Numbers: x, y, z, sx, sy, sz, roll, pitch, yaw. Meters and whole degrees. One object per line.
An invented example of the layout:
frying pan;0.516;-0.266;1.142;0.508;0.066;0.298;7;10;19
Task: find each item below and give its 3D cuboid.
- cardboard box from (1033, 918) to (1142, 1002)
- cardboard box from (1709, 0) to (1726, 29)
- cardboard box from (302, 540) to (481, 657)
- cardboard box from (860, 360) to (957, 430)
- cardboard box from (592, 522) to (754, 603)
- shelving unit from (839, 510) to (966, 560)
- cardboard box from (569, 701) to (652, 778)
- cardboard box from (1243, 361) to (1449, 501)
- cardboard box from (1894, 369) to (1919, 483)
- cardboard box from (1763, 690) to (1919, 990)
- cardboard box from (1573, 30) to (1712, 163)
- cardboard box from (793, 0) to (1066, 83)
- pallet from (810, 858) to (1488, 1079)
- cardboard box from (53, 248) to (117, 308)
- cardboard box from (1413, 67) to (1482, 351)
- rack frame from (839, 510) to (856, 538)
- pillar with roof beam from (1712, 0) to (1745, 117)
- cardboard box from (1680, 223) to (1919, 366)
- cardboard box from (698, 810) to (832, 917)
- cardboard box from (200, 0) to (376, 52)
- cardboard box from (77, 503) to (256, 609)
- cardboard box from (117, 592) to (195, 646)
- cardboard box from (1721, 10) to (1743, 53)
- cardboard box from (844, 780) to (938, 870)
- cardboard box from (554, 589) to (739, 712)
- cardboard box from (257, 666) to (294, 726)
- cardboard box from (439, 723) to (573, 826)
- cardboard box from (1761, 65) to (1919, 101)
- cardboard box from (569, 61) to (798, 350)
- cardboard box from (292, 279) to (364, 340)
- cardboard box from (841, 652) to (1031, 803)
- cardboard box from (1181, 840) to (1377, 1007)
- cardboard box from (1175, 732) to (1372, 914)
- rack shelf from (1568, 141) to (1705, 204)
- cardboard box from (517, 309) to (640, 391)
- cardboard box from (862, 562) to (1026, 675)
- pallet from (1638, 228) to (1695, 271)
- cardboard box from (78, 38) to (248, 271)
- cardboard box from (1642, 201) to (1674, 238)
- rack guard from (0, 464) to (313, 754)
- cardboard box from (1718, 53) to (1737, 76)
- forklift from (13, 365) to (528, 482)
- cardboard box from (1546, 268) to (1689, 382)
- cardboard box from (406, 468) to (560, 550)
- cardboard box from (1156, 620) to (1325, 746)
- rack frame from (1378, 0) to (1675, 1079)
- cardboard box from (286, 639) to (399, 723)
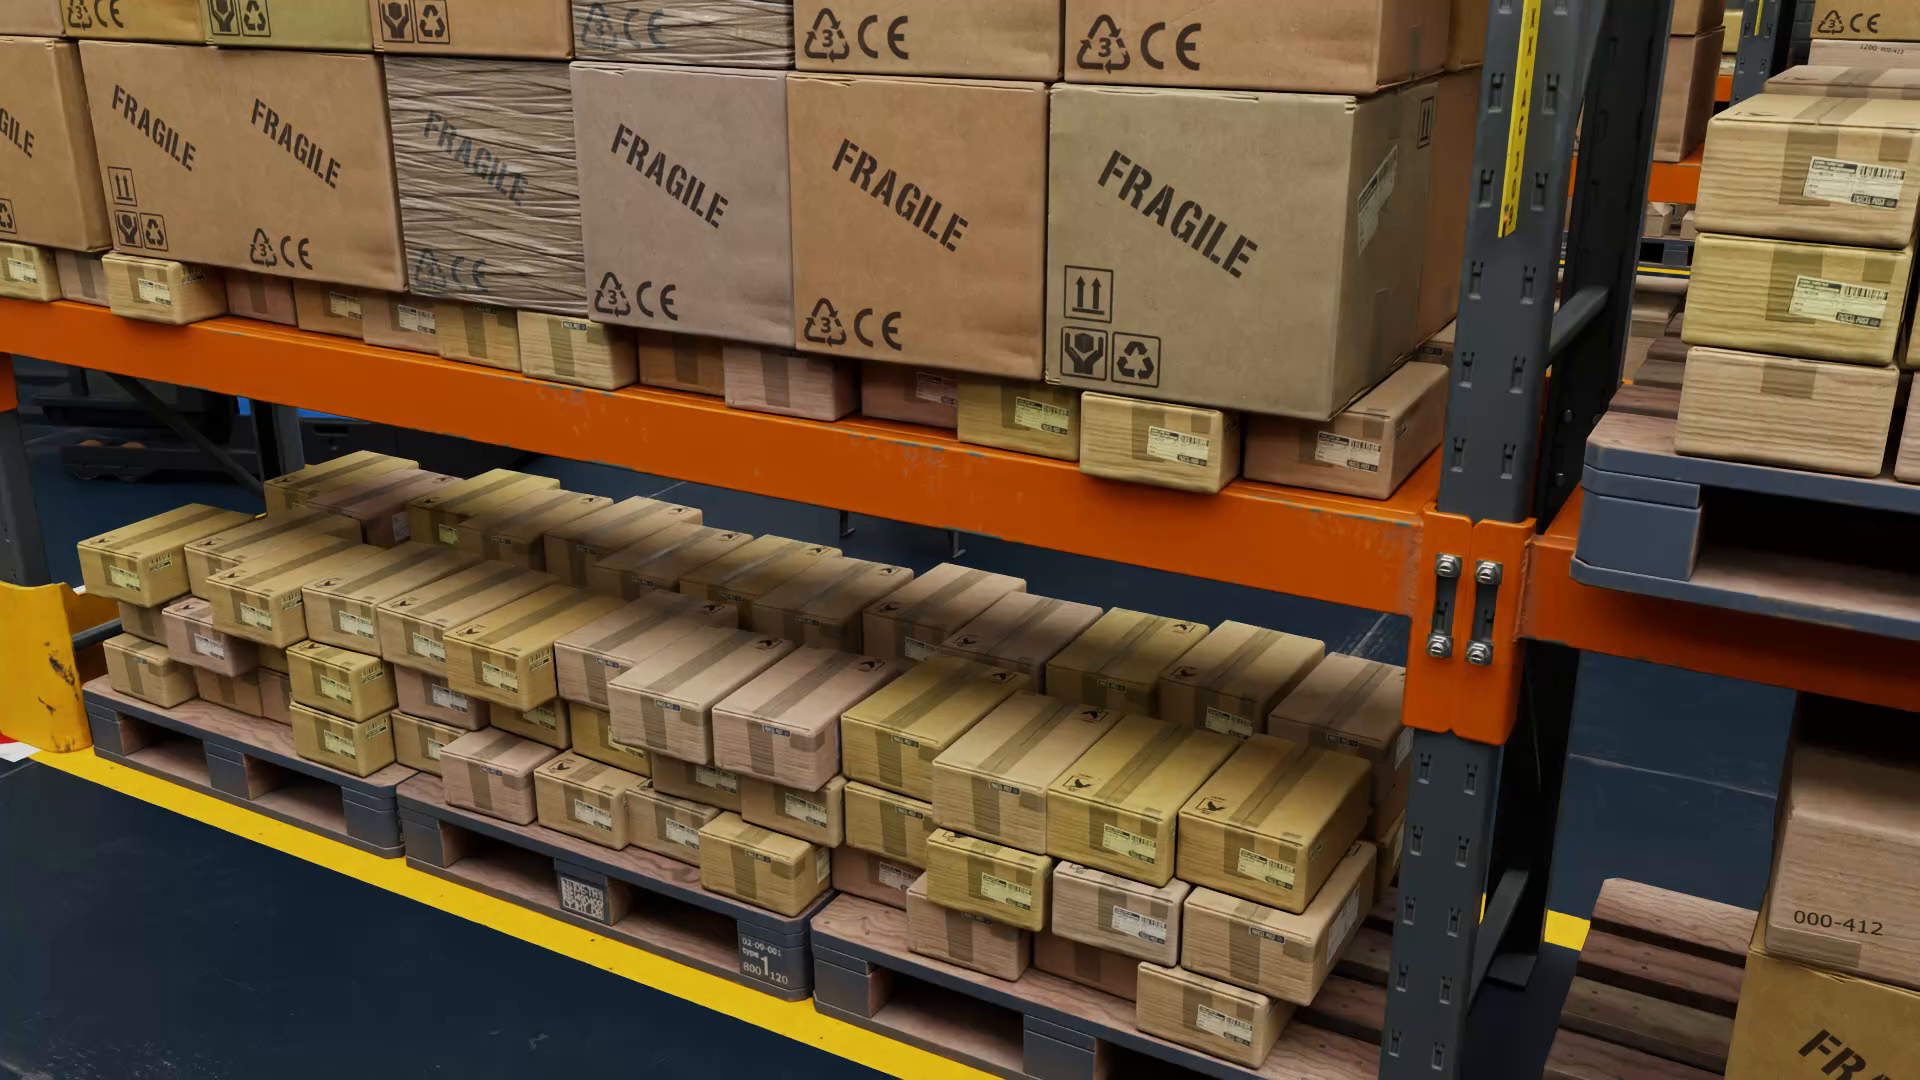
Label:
cardboard box;0.348;0.763;3.429;0.250;0.149;0.380;12;23;29
cardboard box;3.071;-2.507;7.265;0.500;0.500;0.500;11;23;28
cardboard box;-1.444;0.145;4.260;0.250;0.149;0.380;10;22;25
cardboard box;0.006;-0.344;3.283;0.250;0.149;0.380;10;22;26
cardboard box;-0.751;0.093;4.402;0.250;0.149;0.380;10;22;26
shelving unit;-0.145;-1.015;6.083;0.503;2.100;0.431;11;23;27
cardboard box;-0.711;0.401;3.989;0.250;0.149;0.380;12;23;30
cardboard box;0.679;-0.208;2.908;0.250;0.149;0.380;11;22;27
cardboard box;1.407;-0.181;2.217;0.250;0.149;0.380;11;23;28
cardboard box;1.559;0.478;2.597;0.500;0.250;0.500;10;22;25
cardboard box;2.839;-1.887;7.021;0.500;0.500;0.500;11;23;28
cardboard box;0.047;-1.087;2.914;0.500;0.500;0.500;10;22;26
pallet;0.439;0.862;3.681;1.213;0.211;1.003;11;23;27
cardboard box;-2.084;-0.714;4.303;0.250;0.149;0.380;12;23;29
cardboard box;0.733;-0.692;3.292;0.500;0.500;0.500;10;22;26
rack frame;-0.358;-1.055;6.195;0.015;2.100;0.400;11;23;27
pillar with roof beam;3.518;-5.240;7.613;0.400;9.000;9.100;11;23;27
cardboard box;1.163;-0.365;2.289;0.250;0.149;0.380;11;23;28
cardboard box;-0.369;0.659;3.715;0.250;0.149;0.380;11;23;27
cardboard box;-1.300;-1.341;3.615;0.500;0.500;0.500;10;22;26
cardboard box;-2.157;0.038;4.554;0.250;0.149;0.380;10;22;25
cardboard box;-2.117;0.153;4.673;0.250;0.149;0.380;12;23;30
cardboard box;5.223;-3.398;11.118;0.500;0.250;0.500;11;23;29
cardboard box;-0.043;0.545;3.591;0.250;0.149;0.380;11;23;28
cardboard box;-0.733;0.264;3.930;0.250;0.149;0.380;11;23;27
cardboard box;-1.659;0.370;4.511;0.250;0.149;0.380;11;23;28
cardboard box;-1.045;0.527;4.079;0.250;0.149;0.380;10;22;25
cardboard box;1.489;-0.699;2.772;0.250;0.149;0.380;12;23;30
cardboard box;-0.403;-0.701;3.316;0.500;0.500;0.500;11;23;27
cardboard box;-1.357;-0.598;3.985;0.250;0.149;0.380;11;22;27
cardboard box;-0.046;0.397;3.565;0.250;0.149;0.380;12;23;29
cardboard box;0.613;0.697;3.174;0.250;0.149;0.380;11;23;28
cardboard box;0.605;0.533;3.189;0.250;0.149;0.380;12;23;29
rack shelf;1.623;-1.833;8.075;4.000;0.370;1.077;11;23;27
cardboard box;-0.721;-0.446;3.566;0.250;0.149;0.380;11;23;28
cardboard box;-0.034;0.202;4.102;0.250;0.149;0.380;11;23;28
pallet;5.187;-2.120;11.902;1.213;0.211;1.003;11;23;27
cardboard box;-1.712;-0.962;4.035;0.500;0.500;0.500;11;23;27
cardboard box;4.845;-2.294;11.683;0.258;0.266;0.396;12;23;29
rack guard;-2.383;0.174;5.151;0.348;0.500;1.175;11;23;27
cardboard box;5.147;-3.214;11.194;0.250;0.149;0.380;11;23;29
forklift;-3.357;-1.799;7.027;3.031;2.935;1.130;3;20;8
cardboard box;2.873;-0.968;7.776;0.875;0.438;0.875;10;22;27
cardboard box;-1.384;-0.074;4.862;0.250;0.149;0.380;10;22;26
cardboard box;0.632;0.332;3.742;0.250;0.149;0.380;12;23;30
rack frame;1.043;-0.348;2.926;0.127;3.000;1.000;11;23;27
cardboard box;-1.478;0.305;4.255;0.250;0.149;0.380;12;23;29
